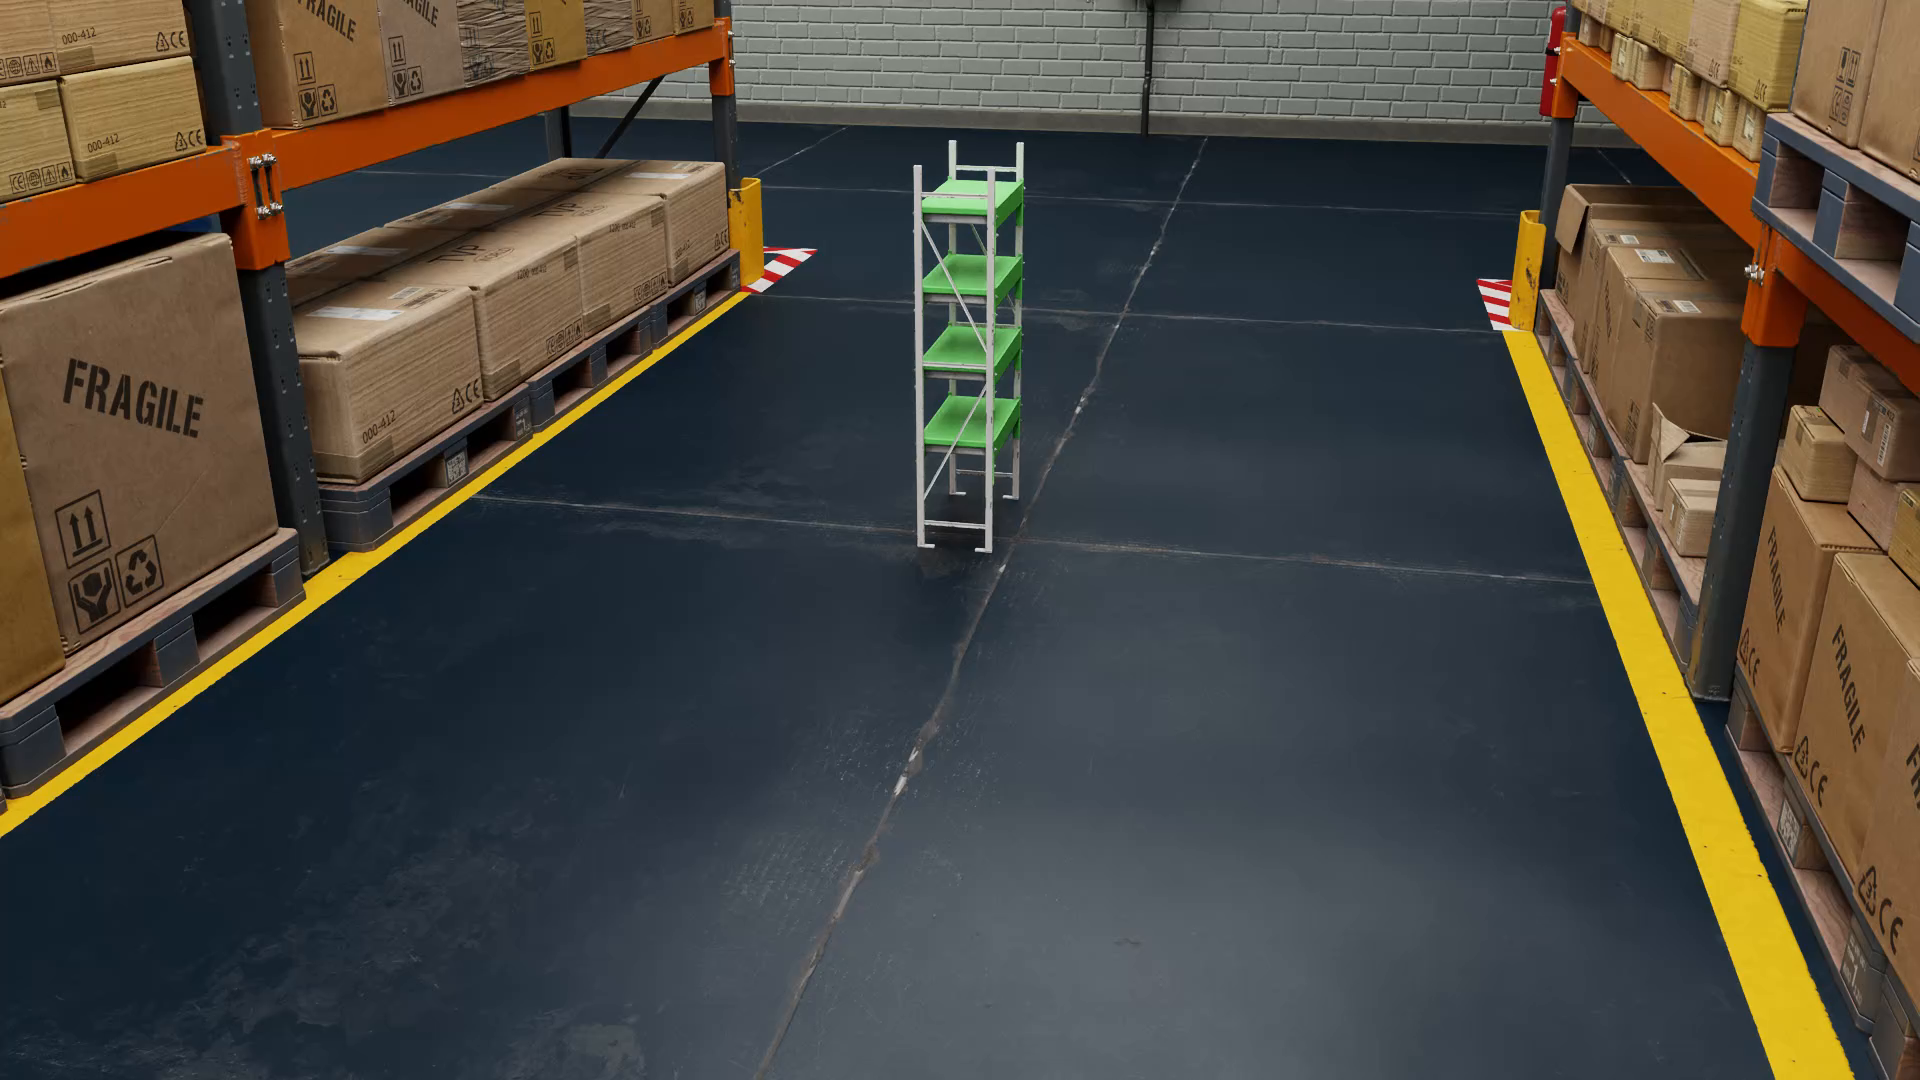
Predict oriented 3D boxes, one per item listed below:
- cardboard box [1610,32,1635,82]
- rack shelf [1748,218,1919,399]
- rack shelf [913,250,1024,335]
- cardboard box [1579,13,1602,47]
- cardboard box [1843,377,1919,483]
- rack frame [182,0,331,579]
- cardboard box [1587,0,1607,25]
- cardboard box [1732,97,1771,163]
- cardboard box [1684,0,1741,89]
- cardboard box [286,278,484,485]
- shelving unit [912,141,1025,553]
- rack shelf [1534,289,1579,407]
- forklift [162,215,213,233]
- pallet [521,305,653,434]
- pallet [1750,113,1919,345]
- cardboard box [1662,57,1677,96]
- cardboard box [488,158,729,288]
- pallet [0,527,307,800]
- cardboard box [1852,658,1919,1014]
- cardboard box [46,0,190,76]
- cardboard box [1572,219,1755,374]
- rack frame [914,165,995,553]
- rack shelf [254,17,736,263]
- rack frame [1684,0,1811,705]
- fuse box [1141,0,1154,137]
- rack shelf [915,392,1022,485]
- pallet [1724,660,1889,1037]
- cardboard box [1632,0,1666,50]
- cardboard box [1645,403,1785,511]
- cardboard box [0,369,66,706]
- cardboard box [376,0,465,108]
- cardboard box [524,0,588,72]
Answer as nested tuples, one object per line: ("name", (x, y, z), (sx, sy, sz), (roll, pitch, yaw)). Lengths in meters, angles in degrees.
("cardboard box", (2.571, -1.736, 5.985), (0.380, 0.149, 0.250), (4, 22, 9))
("rack shelf", (1.994, 0.109, 2.031), (1.077, 0.370, 4.000), (4, 22, 11))
("rack shelf", (0.034, -0.780, 5.214), (0.258, 0.148, 0.480), (4, 22, 11))
("cardboard box", (2.883, -2.203, 7.145), (0.380, 0.149, 0.250), (4, 22, 11))
("cardboard box", (2.063, -0.221, 3.404), (0.380, 0.149, 0.250), (3, 22, 8))
("rack frame", (-2.458, -1.333, 4.649), (1.000, 3.000, 0.127), (4, 22, 11))
("cardboard box", (2.760, -2.158, 6.499), (0.500, 0.250, 0.500), (5, 22, 11))
("cardboard box", (2.252, -1.072, 4.338), (0.380, 0.149, 0.250), (5, 22, 12))
("cardboard box", (2.355, -1.414, 4.652), (0.500, 0.250, 0.500), (5, 22, 11))
("cardboard box", (-2.224, -0.561, 5.599), (0.875, 0.438, 0.875), (4, 22, 10))
("shelving unit", (0.034, -0.617, 5.280), (0.258, 1.200, 0.503), (4, 22, 11))
("rack shelf", (-12.557, -1.232, 4.665), (30.696, 2.800, 11.642), (4, 22, 11))
("forklift", (-4.606, -2.112, 6.674), (1.130, 2.935, 3.031), (6, 23, 16))
("pallet", (-1.979, -0.759, 6.957), (1.003, 0.211, 1.213), (4, 22, 11))
("pallet", (2.132, -0.583, 3.044), (1.003, 0.211, 1.213), (4, 22, 11))
("cardboard box", (2.552, -1.539, 5.495), (0.380, 0.149, 0.250), (4, 22, 11))
("cardboard box", (-1.678, -1.553, 8.063), (0.875, 0.438, 0.875), (4, 22, 9))
("pallet", (-2.541, 0.248, 4.455), (1.003, 0.211, 1.213), (4, 22, 11))
("cardboard box", (1.878, 0.546, 2.767), (0.500, 0.500, 0.500), (4, 22, 9))
("cardboard box", (-2.310, -1.316, 4.137), (0.500, 0.250, 0.500), (4, 22, 11))
("cardboard box", (2.788, -0.928, 6.427), (0.700, 0.500, 0.500), (5, 23, 13))
("rack frame", (-0.016, -0.528, 5.058), (0.240, 1.200, 0.015), (4, 22, 11))
("rack shelf", (-2.050, -1.731, 6.599), (1.077, 0.370, 4.000), (4, 22, 11))
("rack frame", (2.402, -0.956, 3.713), (1.000, 3.000, 0.127), (4, 22, 11))
("fuse box", (1.513, -4.049, 13.117), (0.539, 1.711, 0.414), (4, 22, 11))
("rack shelf", (0.034, -0.335, 5.393), (0.258, 0.148, 0.480), (4, 22, 11))
("pallet", (2.273, 0.638, 3.488), (1.003, 0.211, 1.213), (4, 22, 11))
("cardboard box", (2.576, -1.783, 5.569), (0.500, 0.250, 0.500), (4, 22, 10))
("cardboard box", (2.301, -0.240, 5.031), (0.396, 0.266, 0.258), (5, 23, 13))
("cardboard box", (-2.683, 0.021, 3.567), (0.875, 0.875, 0.875), (5, 22, 12))
("cardboard box", (-1.999, -1.715, 5.463), (0.500, 0.500, 0.500), (5, 22, 11))
("cardboard box", (-1.786, -2.085, 6.381), (0.500, 0.500, 0.500), (5, 22, 13))
